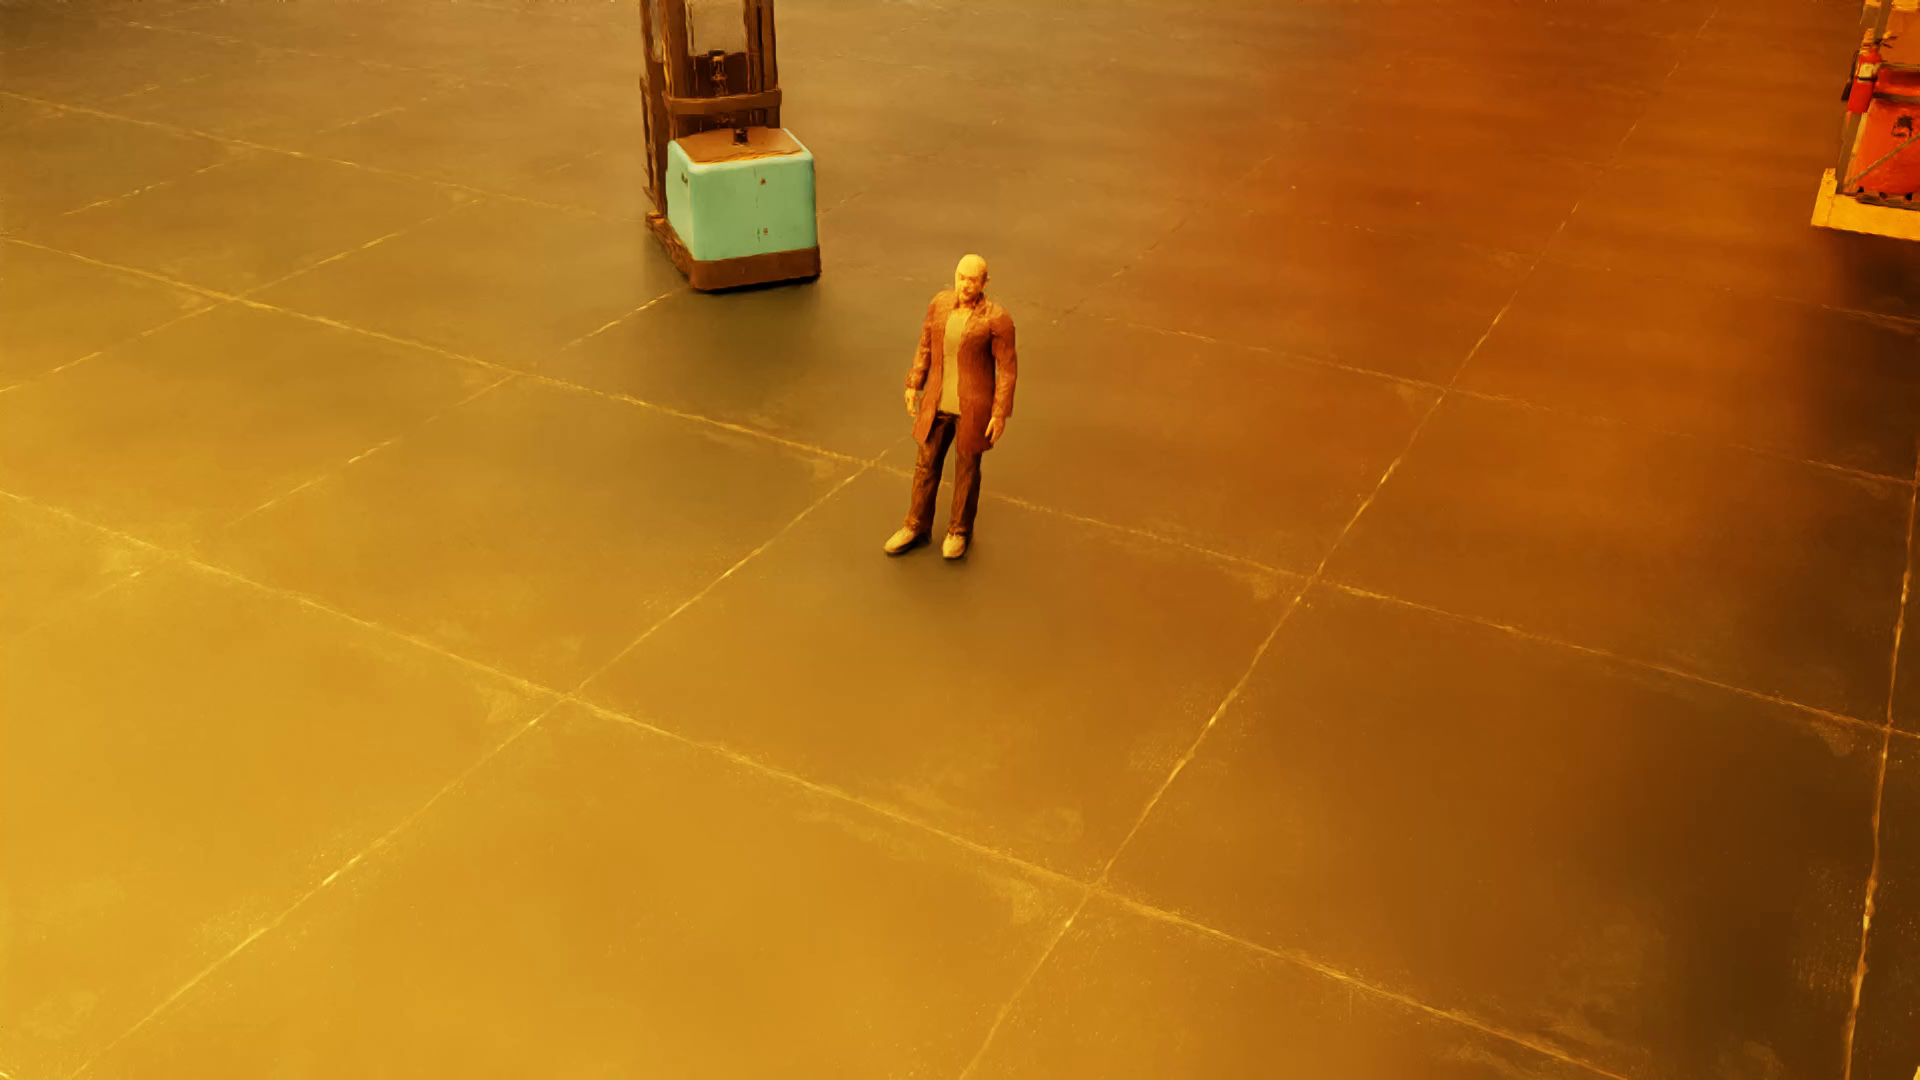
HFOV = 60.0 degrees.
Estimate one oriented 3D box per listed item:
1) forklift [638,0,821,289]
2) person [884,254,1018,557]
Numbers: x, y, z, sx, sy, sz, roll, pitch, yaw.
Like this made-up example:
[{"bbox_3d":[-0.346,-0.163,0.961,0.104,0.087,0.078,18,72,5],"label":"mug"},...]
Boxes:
[{"bbox_3d":[-2.148,-4.001,14.003,1.130,2.935,3.031,-11,32,-18],"label":"forklift"},{"bbox_3d":[-0.048,-0.737,9.488,0.694,1.776,0.580,15,33,25],"label":"person"}]
